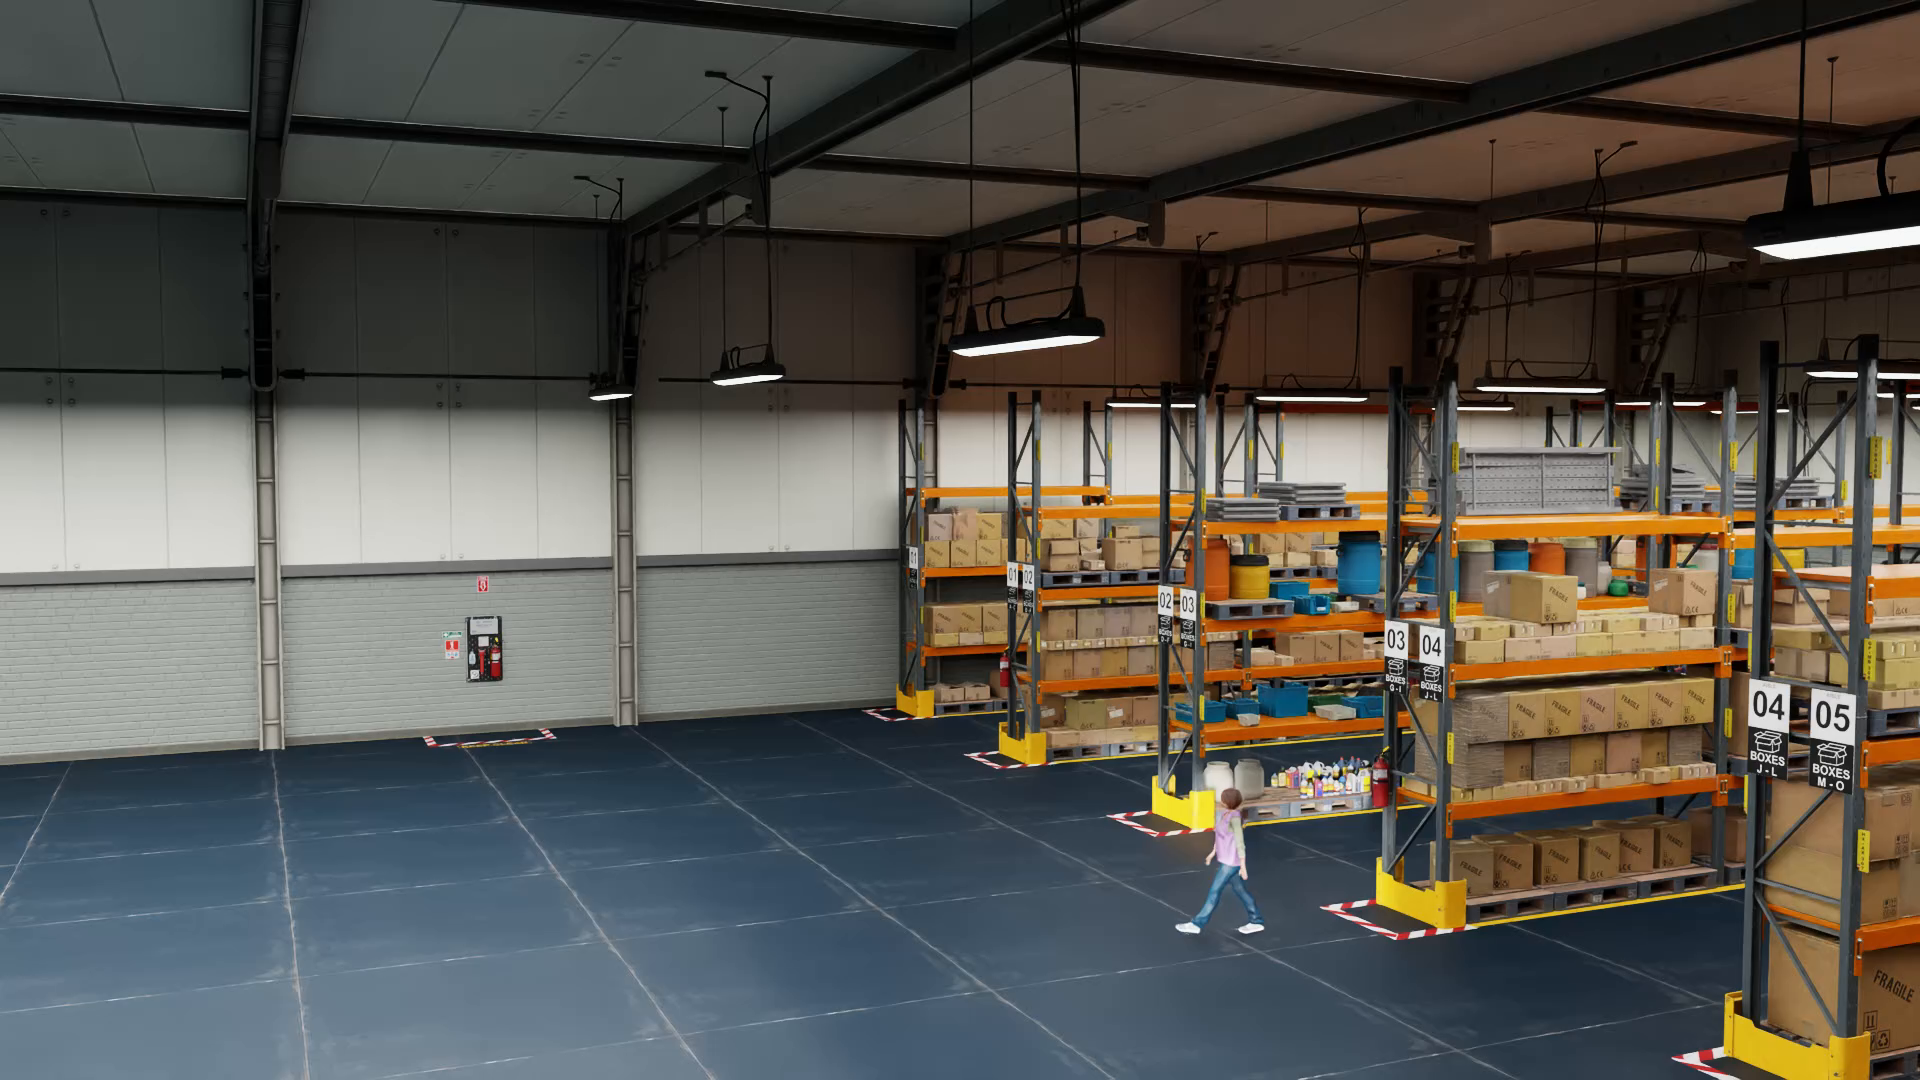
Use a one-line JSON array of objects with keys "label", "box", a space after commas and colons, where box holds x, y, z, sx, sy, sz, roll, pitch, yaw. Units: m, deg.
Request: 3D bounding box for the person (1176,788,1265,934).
[{"label": "person", "box": [2.728, 3.353, 17.403, 0.952, 1.548, 0.448, 0, 3, 3]}]
